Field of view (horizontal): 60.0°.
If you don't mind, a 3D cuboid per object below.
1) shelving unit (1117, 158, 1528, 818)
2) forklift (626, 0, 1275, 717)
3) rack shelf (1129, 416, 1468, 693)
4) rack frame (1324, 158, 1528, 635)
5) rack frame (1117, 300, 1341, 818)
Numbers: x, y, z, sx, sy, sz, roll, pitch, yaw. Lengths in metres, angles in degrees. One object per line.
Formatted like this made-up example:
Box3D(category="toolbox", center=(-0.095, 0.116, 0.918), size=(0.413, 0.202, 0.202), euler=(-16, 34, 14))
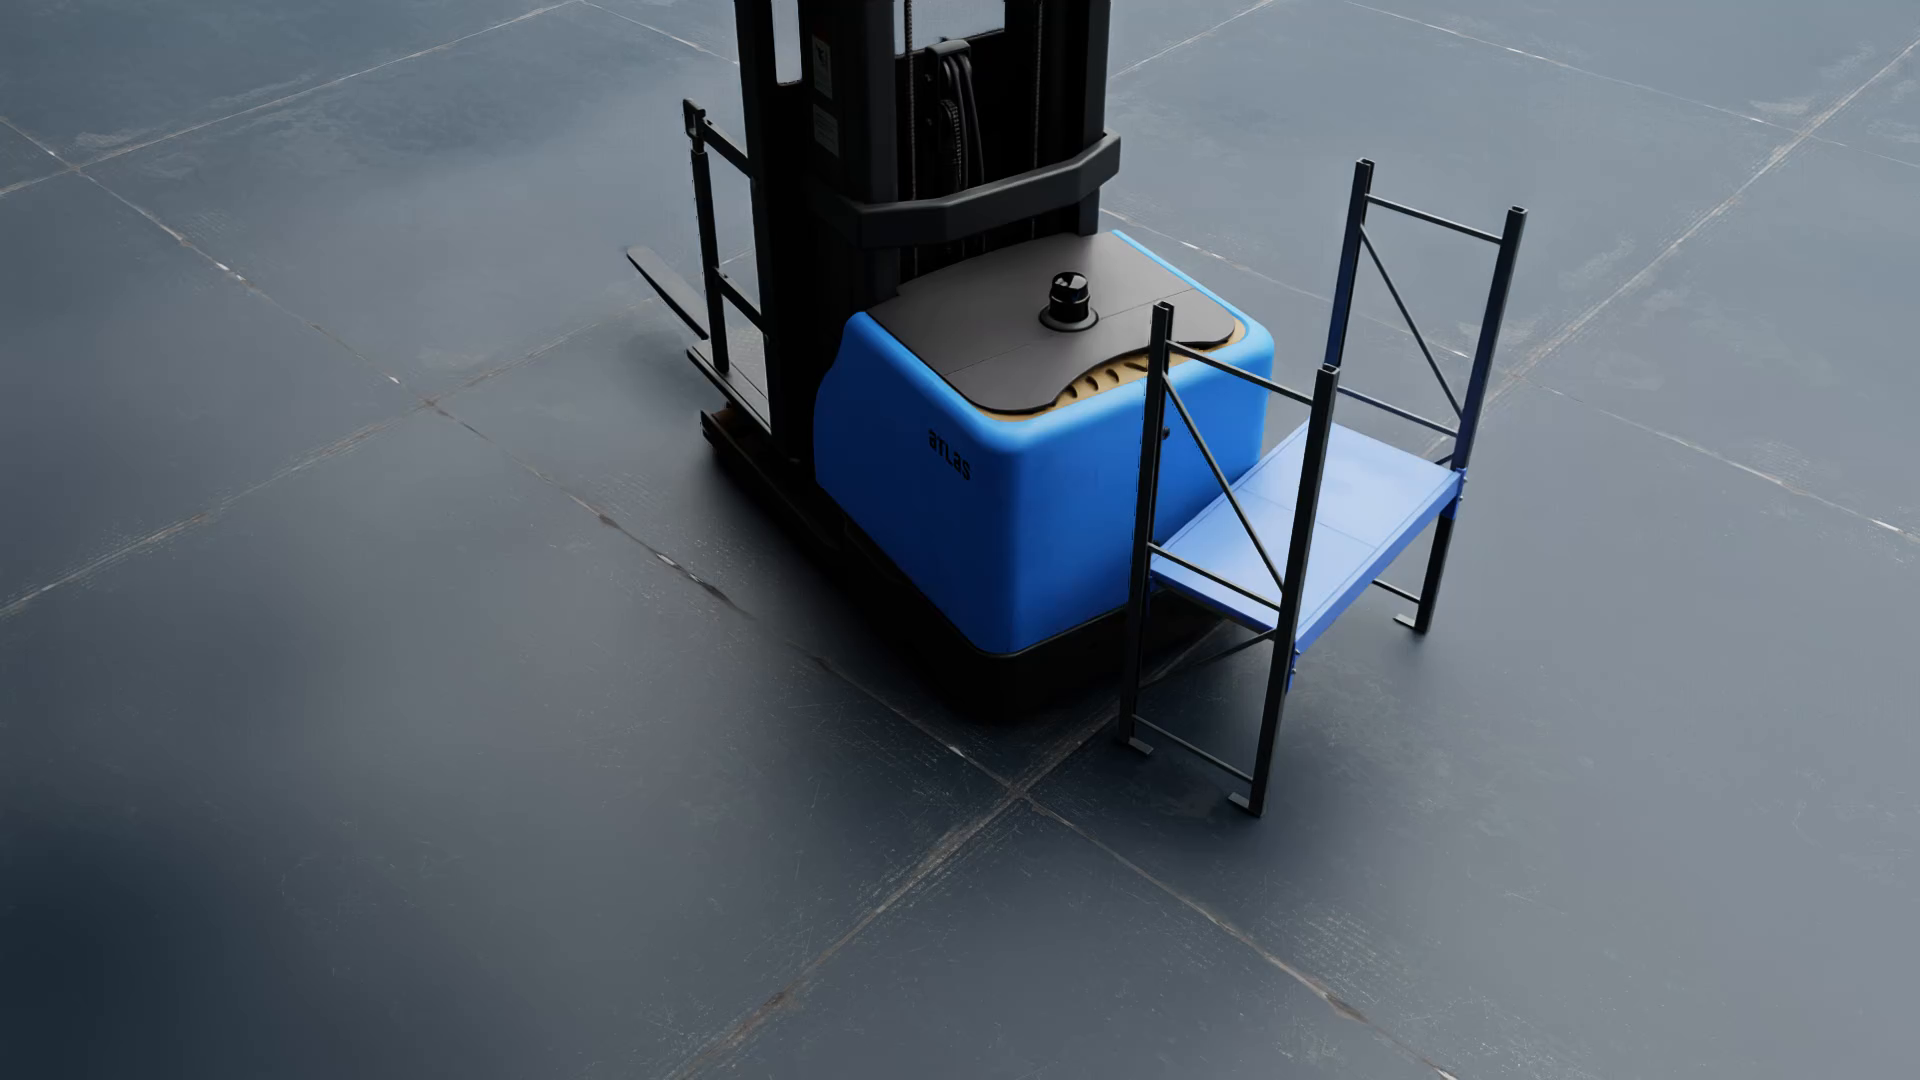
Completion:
Box3D(category="shelving unit", center=(0.997, -0.143, 4.725), size=(0.538, 1.500, 1.048), euler=(27, 46, 30))
Box3D(category="forklift", center=(-0.291, -1.506, 5.289), size=(1.130, 2.935, 3.031), euler=(-22, 43, -25))
Box3D(category="rack shelf", center=(0.997, -0.002, 4.837), size=(0.538, 0.185, 1.000), euler=(27, 46, 30))
Box3D(category="rack frame", center=(1.319, -0.388, 5.033), size=(0.500, 1.500, 0.032), euler=(27, 46, 30))
Box3D(category="rack frame", center=(0.675, 0.102, 4.417), size=(0.500, 1.500, 0.032), euler=(27, 46, 30))
